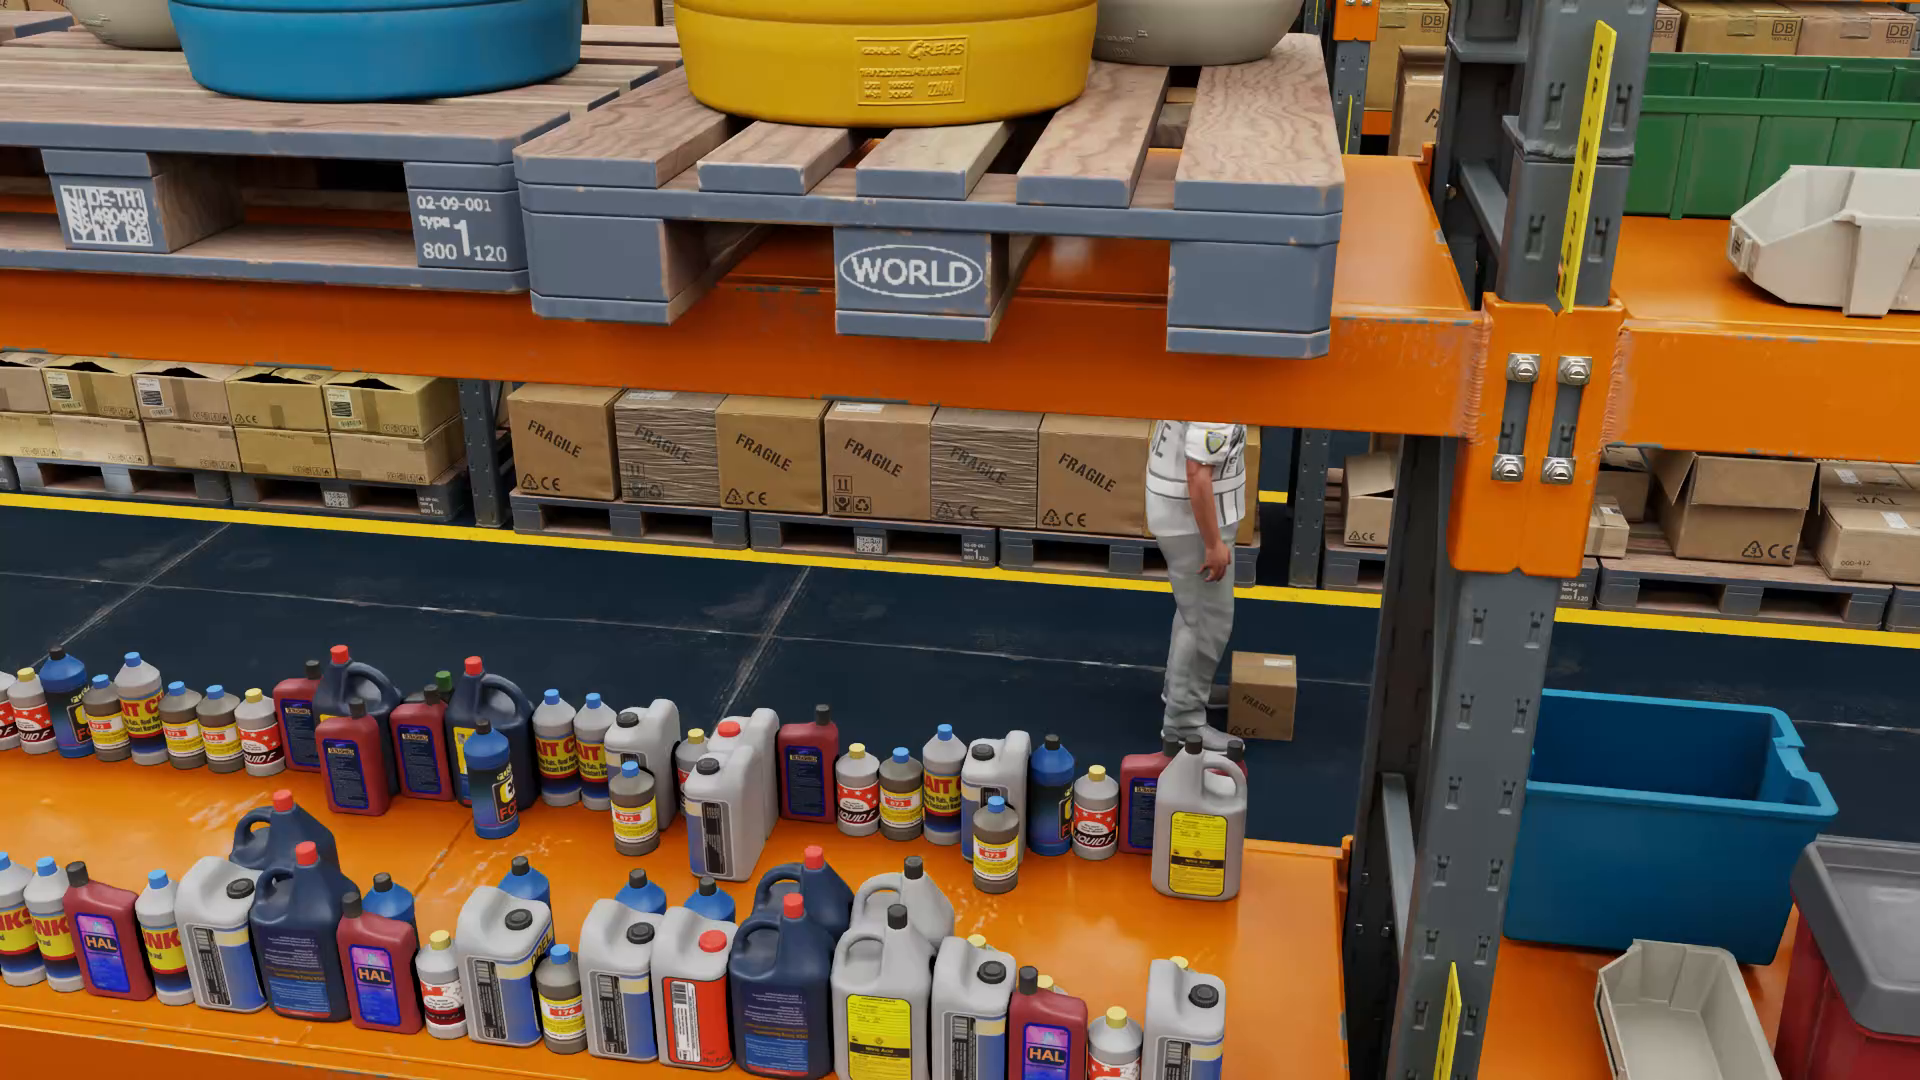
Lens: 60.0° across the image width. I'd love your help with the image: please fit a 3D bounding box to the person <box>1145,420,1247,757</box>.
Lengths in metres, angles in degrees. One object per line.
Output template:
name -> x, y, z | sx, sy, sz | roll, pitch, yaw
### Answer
person -> 0.914, -0.083, 6.278 | 0.437, 1.747, 0.596 | 3, 25, 6
